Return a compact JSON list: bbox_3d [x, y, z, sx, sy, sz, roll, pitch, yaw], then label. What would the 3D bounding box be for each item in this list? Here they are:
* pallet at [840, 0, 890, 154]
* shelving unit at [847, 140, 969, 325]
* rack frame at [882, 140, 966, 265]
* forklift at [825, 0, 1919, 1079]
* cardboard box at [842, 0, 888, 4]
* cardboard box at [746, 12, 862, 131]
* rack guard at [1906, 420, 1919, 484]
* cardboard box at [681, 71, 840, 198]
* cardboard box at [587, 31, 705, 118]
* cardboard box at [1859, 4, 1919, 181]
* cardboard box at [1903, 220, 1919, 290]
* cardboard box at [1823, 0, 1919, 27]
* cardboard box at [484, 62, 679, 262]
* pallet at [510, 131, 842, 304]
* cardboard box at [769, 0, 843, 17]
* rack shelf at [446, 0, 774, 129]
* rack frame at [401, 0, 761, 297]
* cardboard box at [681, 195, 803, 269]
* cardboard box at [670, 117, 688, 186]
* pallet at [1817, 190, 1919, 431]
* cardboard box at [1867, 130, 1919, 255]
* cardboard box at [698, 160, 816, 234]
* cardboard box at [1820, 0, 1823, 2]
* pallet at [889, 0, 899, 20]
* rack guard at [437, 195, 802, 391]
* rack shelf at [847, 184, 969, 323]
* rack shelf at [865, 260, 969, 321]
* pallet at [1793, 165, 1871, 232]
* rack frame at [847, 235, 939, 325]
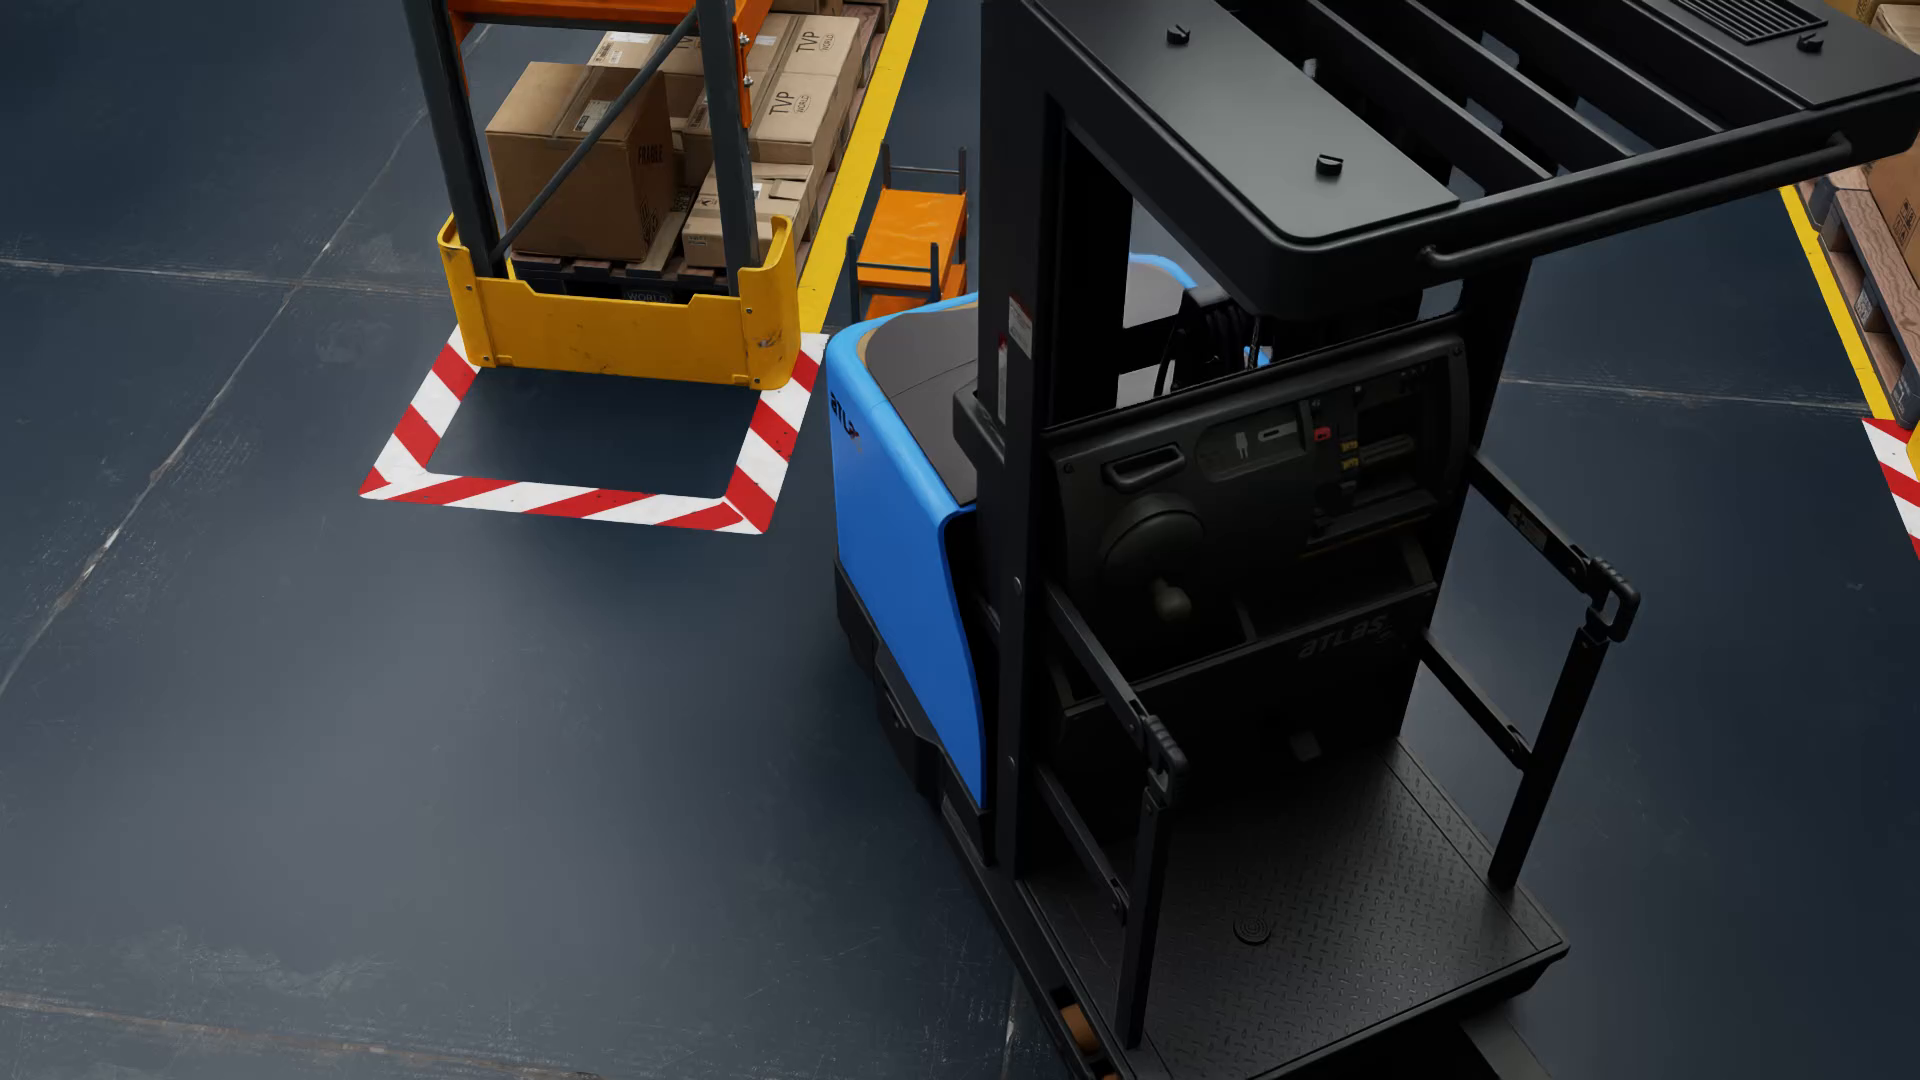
[{"bbox_3d":[-0.898,-2.135,7.351,1.003,0.211,1.213,5,44,6],"label":"pallet"},{"bbox_3d":[-0.138,-0.510,4.916,0.258,1.200,0.503,6,44,6],"label":"shelving unit"},{"bbox_3d":[-0.101,-0.676,5.091,0.240,1.200,0.015,6,44,6],"label":"rack frame"},{"bbox_3d":[0.703,-0.034,3.154,1.130,2.935,3.031,-17,46,-17],"label":"forklift"},{"bbox_3d":[-0.541,-2.708,7.563,0.500,0.311,0.500,5,44,6],"label":"cardboard box"},{"bbox_3d":[-0.691,-1.911,6.766,0.500,0.250,0.500,5,44,6],"label":"cardboard box"},{"bbox_3d":[3.731,-0.351,5.258,1.175,0.500,0.348,5,44,6],"label":"rack guard"},{"bbox_3d":[-0.757,-1.570,6.406,0.500,0.250,0.500,5,44,6],"label":"cardboard box"},{"bbox_3d":[-1.193,-1.922,6.778,0.500,0.250,0.500,5,44,6],"label":"cardboard box"},{"bbox_3d":[3.860,-1.690,6.366,0.700,0.500,0.500,4,44,4],"label":"cardboard box"},{"bbox_3d":[3.728,-1.006,5.644,0.700,0.500,0.500,5,44,6],"label":"cardboard box"},{"bbox_3d":[3.923,-2.054,6.751,0.700,0.500,0.500,6,44,6],"label":"cardboard box"},{"bbox_3d":[-1.349,-1.368,6.011,0.500,0.500,0.500,5,44,6],"label":"cardboard box"},{"bbox_3d":[-1.062,-1.306,6.476,1.003,0.211,1.213,5,44,6],"label":"pallet"},{"bbox_3d":[-0.891,-2.422,7.122,0.797,0.503,0.637,5,44,6],"label":"cardboard box"},{"bbox_3d":[-0.912,-2.825,6.575,1.077,0.370,4.000,5,44,6],"label":"rack shelf"},{"bbox_3d":[-1.176,-1.723,4.888,1.000,3.000,0.127,5,44,6],"label":"rack frame"},{"bbox_3d":[-0.780,-1.102,5.986,0.380,0.149,0.250,5,44,6],"label":"cardboard box"},{"bbox_3d":[-1.206,-1.515,6.409,0.380,0.166,0.250,5,44,6],"label":"cardboard box"},{"bbox_3d":[3.762,-0.815,5.957,1.003,0.211,1.213,5,44,6],"label":"pallet"},{"bbox_3d":[3.794,-1.347,6.004,0.700,0.500,0.500,5,44,5],"label":"cardboard box"},{"bbox_3d":[-0.747,-1.279,6.160,0.380,0.166,0.250,5,44,6],"label":"cardboard box"},{"bbox_3d":[3.993,-2.404,7.120,0.700,0.500,0.500,5,44,5],"label":"cardboard box"},{"bbox_3d":[-0.739,-2.969,8.232,1.003,0.211,1.213,5,44,6],"label":"pallet"},{"bbox_3d":[-1.166,-0.867,5.802,1.175,0.500,0.348,5,44,6],"label":"rack guard"},{"bbox_3d":[-0.138,-0.795,4.646,0.258,0.148,0.480,6,44,6],"label":"rack shelf"},{"bbox_3d":[-0.138,-0.624,4.808,0.258,0.148,0.480,6,44,6],"label":"rack shelf"},{"bbox_3d":[3.926,-1.644,6.833,1.003,0.211,1.213,5,44,6],"label":"pallet"},{"bbox_3d":[-0.175,-0.344,4.741,0.240,1.200,0.015,6,44,6],"label":"rack frame"}]
